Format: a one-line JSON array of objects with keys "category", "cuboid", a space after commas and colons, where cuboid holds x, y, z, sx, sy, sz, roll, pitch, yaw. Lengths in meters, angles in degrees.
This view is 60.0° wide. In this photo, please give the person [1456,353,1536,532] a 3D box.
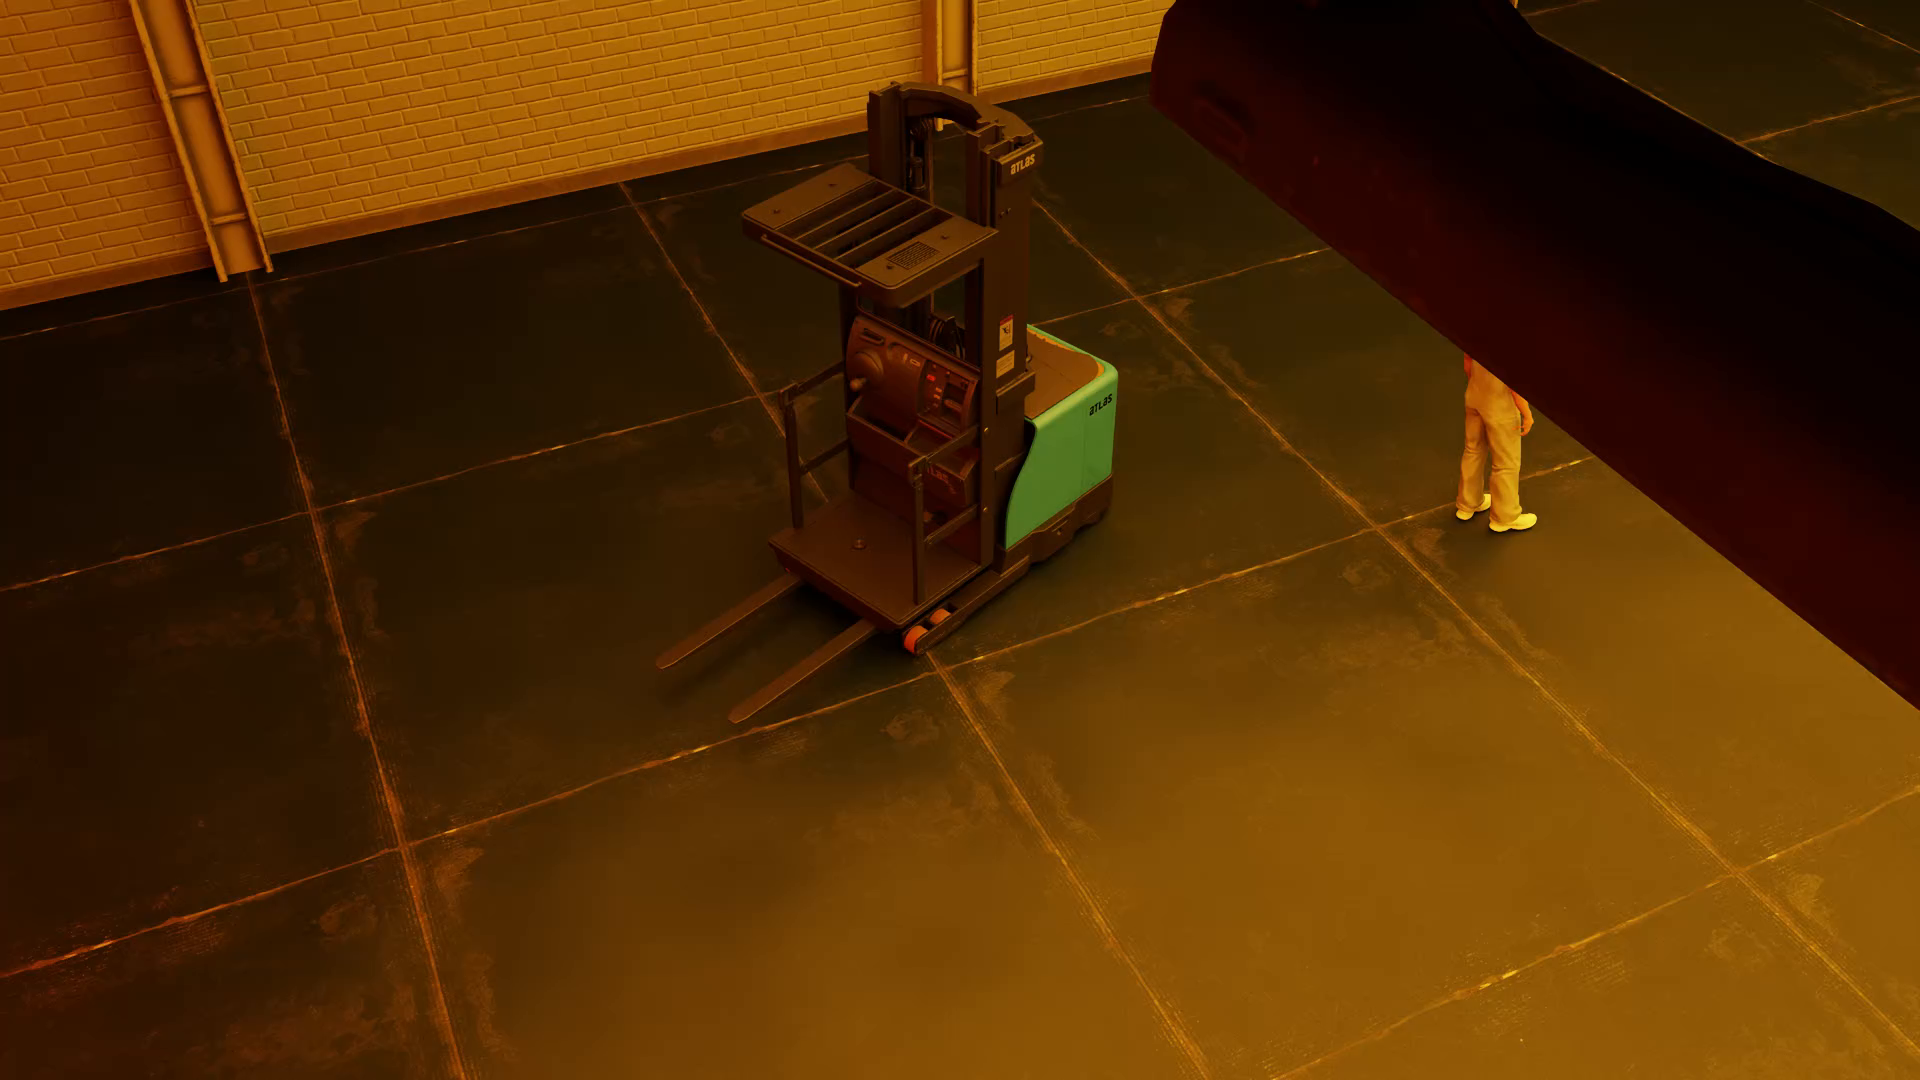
[{"category": "person", "cuboid": [3.198, -0.798, 9.940, 0.427, 1.674, 0.549, -17, 43, -20]}]

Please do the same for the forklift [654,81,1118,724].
[{"category": "forklift", "cuboid": [-0.413, -0.839, 9.021, 1.130, 2.935, 3.031, 31, 49, 31]}]
